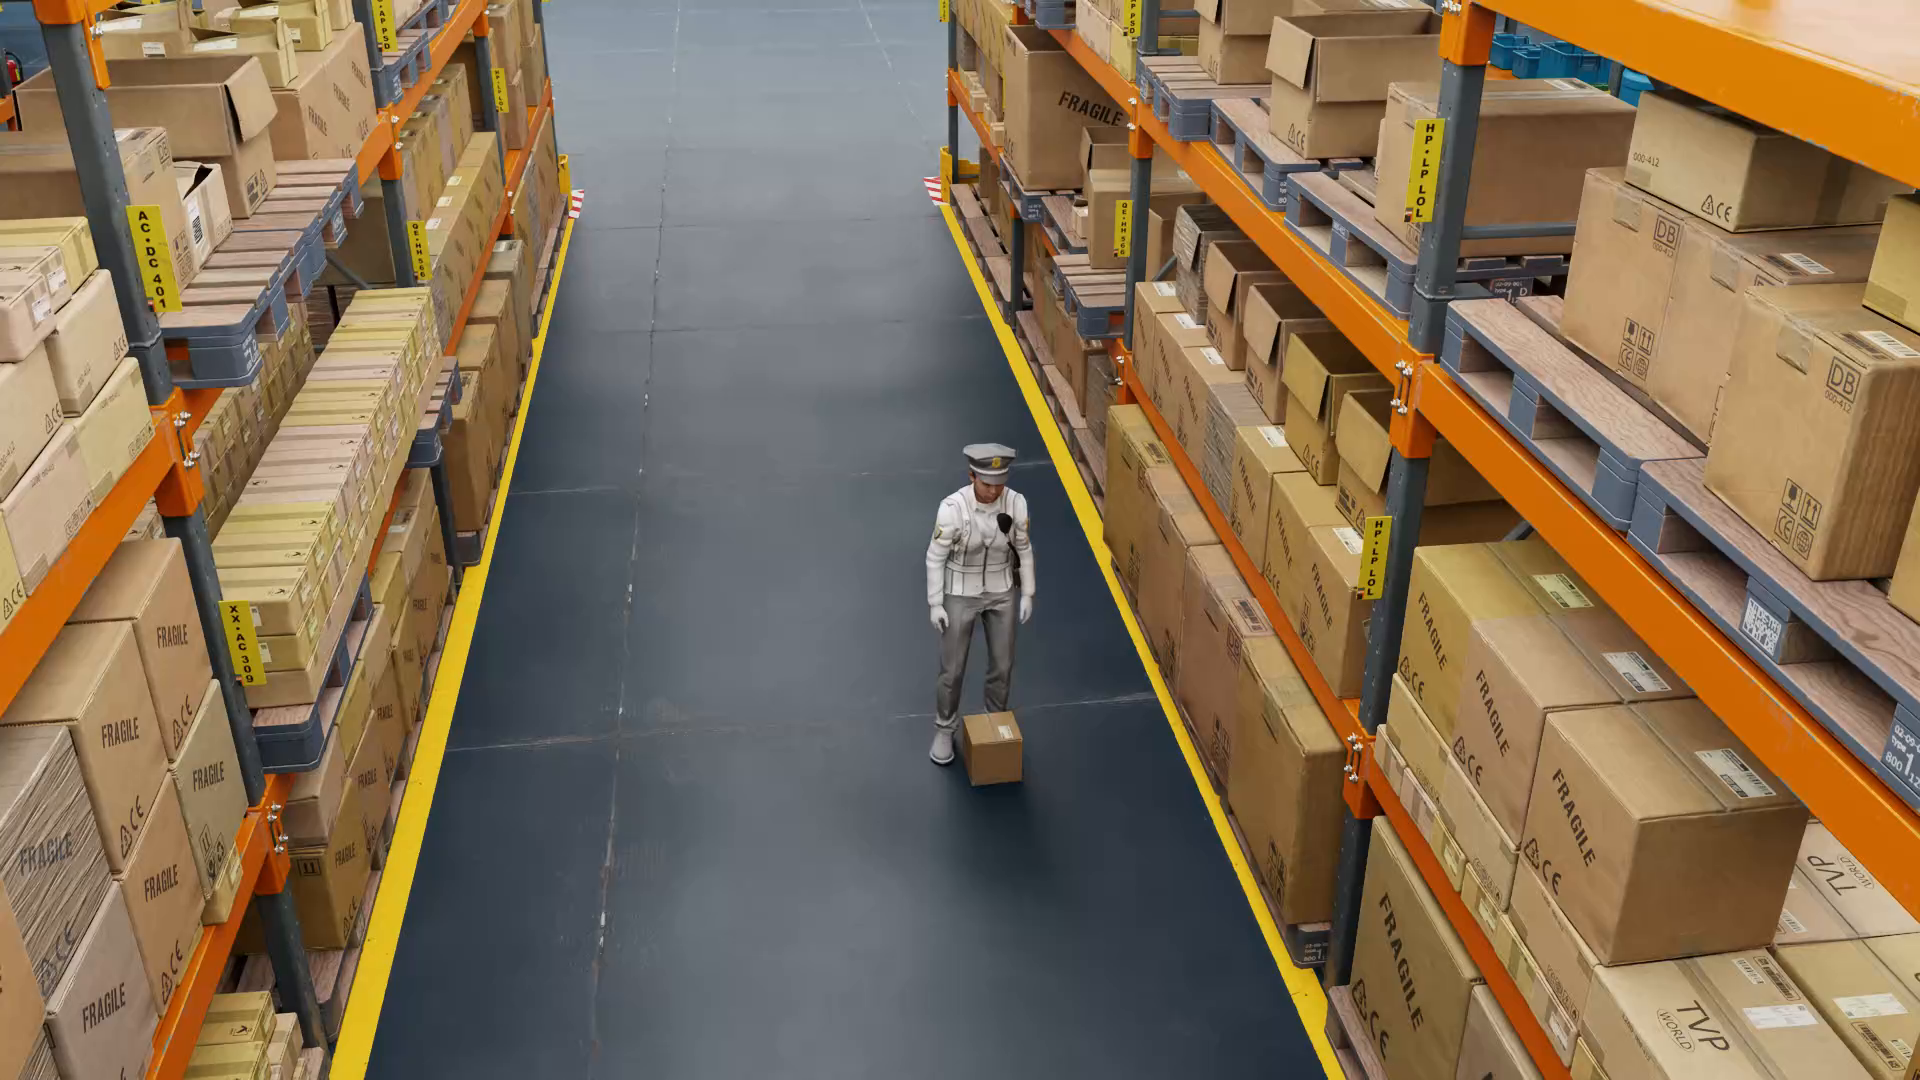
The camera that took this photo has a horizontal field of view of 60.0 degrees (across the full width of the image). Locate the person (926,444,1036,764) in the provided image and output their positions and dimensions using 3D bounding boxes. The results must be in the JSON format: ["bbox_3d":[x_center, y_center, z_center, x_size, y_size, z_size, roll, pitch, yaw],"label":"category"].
[{"bbox_3d":[0.101,0.288,8.055,0.547,1.666,0.371,-6,28,-11],"label":"person"}]
